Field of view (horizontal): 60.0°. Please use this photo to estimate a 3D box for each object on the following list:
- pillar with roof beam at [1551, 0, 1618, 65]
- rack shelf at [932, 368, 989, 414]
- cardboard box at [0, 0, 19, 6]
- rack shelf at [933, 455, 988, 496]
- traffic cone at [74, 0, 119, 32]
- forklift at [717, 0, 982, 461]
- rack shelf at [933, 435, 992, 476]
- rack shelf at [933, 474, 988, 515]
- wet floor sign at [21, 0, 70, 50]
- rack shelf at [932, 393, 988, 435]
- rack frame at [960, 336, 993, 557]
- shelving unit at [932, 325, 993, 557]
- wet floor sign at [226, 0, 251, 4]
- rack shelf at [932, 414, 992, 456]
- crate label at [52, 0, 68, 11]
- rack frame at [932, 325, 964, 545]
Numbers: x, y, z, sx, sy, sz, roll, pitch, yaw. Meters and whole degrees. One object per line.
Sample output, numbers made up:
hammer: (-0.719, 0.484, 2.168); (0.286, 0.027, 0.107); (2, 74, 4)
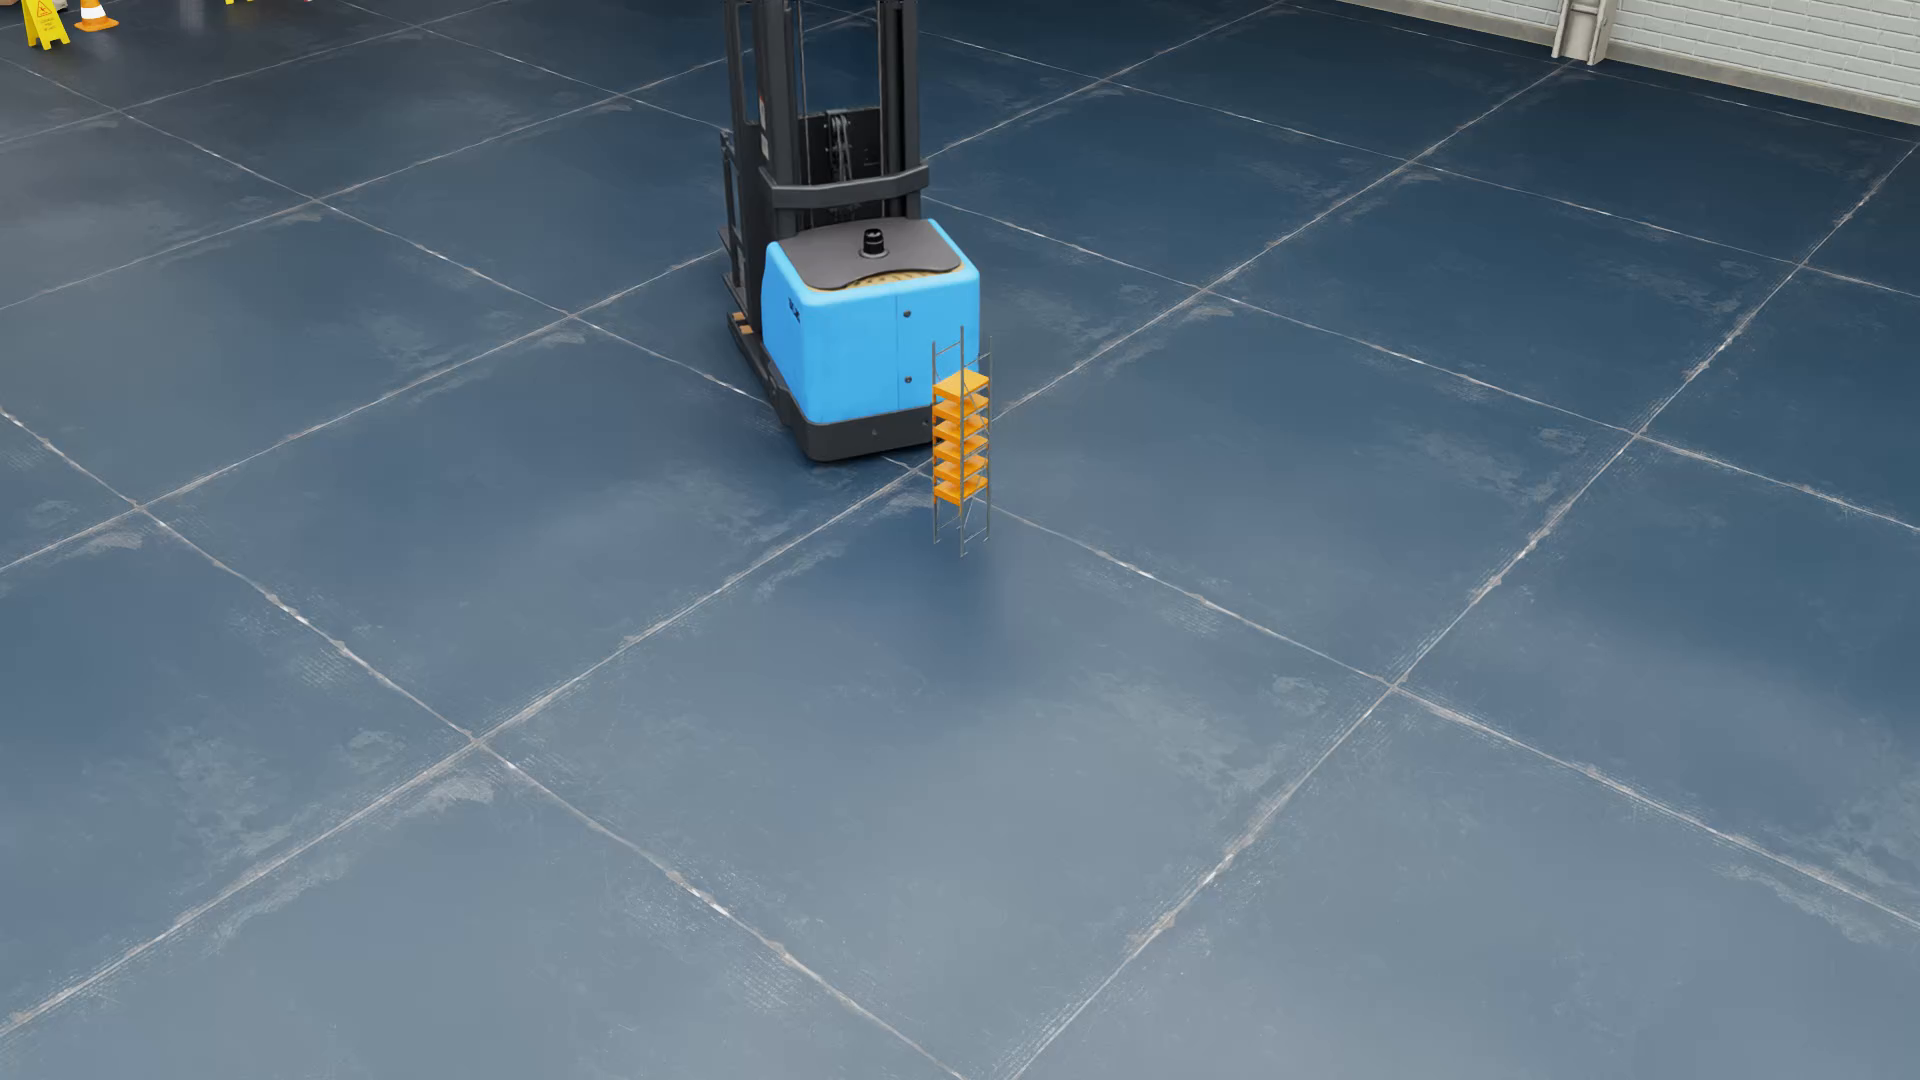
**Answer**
pillar with roof beam: (2.940, -6.286, 10.036); (0.400, 9.000, 9.100); (25, 42, 32)
rack shelf: (0.011, -0.749, 8.306); (0.180, 0.103, 0.258); (25, 42, 32)
cardboard box: (-9.712, -5.733, 16.735); (0.637, 0.503, 0.797); (0, 34, 0)
rack shelf: (0.011, -0.354, 8.578); (0.180, 0.103, 0.258); (25, 42, 32)
traffic cone: (-8.347, -5.170, 15.951); (0.334, 0.463, 0.336); (25, 42, 32)
forklift: (-0.859, -2.480, 9.855); (1.130, 2.935, 3.031); (-12, 36, -16)
rack shelf: (0.011, -0.453, 8.510); (0.180, 0.103, 0.258); (25, 42, 32)
rack shelf: (0.011, -0.255, 8.646); (0.180, 0.103, 0.258); (25, 42, 32)
wet floor sign: (-8.543, -4.917, 15.422); (0.232, 0.644, 0.267); (18, 38, 24)
rack shelf: (0.011, -0.651, 8.374); (0.180, 0.103, 0.258); (25, 42, 32)
rack frame: (0.081, -0.456, 8.437); (0.006, 1.200, 0.240); (25, 42, 32)
shelving unit: (0.011, -0.489, 8.485); (0.189, 1.200, 0.258); (25, 42, 32)
wet floor sign: (-7.281, -5.722, 16.594); (0.267, 0.644, 0.232); (-18, 38, -25)
rack shelf: (0.011, -0.552, 8.442); (0.180, 0.103, 0.258); (25, 42, 32)
crate label: (-8.991, -5.293, 16.419); (0.298, 0.136, 0.250); (6, 35, 8)
rack frame: (-0.059, -0.523, 8.533); (0.006, 1.200, 0.240); (25, 42, 32)
